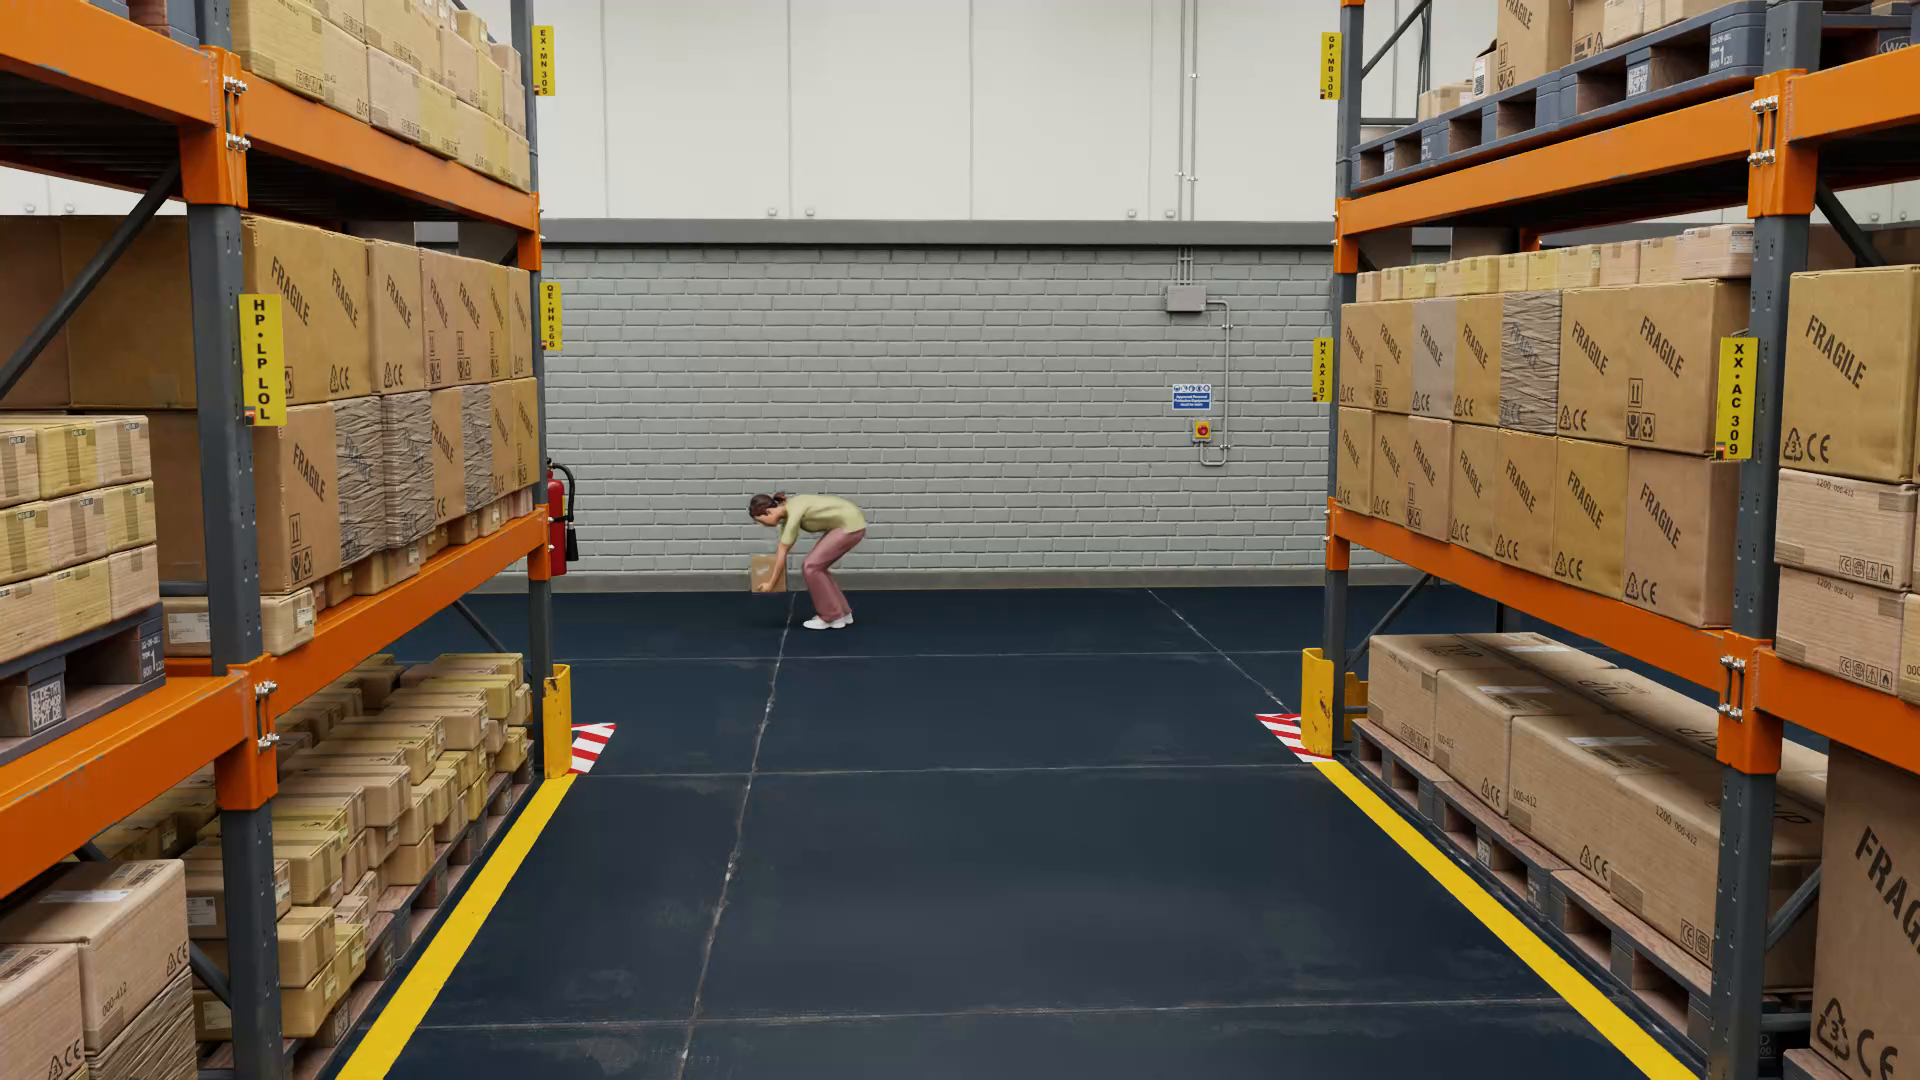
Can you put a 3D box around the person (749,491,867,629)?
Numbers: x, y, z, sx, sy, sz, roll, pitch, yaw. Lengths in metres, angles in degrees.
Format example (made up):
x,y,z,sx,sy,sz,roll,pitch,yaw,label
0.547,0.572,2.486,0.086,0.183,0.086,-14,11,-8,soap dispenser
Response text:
x,y,z,sx,sy,sz,roll,pitch,yaw,label
-1.123,0.135,12.313,0.868,1.031,0.455,-1,7,-7,person
